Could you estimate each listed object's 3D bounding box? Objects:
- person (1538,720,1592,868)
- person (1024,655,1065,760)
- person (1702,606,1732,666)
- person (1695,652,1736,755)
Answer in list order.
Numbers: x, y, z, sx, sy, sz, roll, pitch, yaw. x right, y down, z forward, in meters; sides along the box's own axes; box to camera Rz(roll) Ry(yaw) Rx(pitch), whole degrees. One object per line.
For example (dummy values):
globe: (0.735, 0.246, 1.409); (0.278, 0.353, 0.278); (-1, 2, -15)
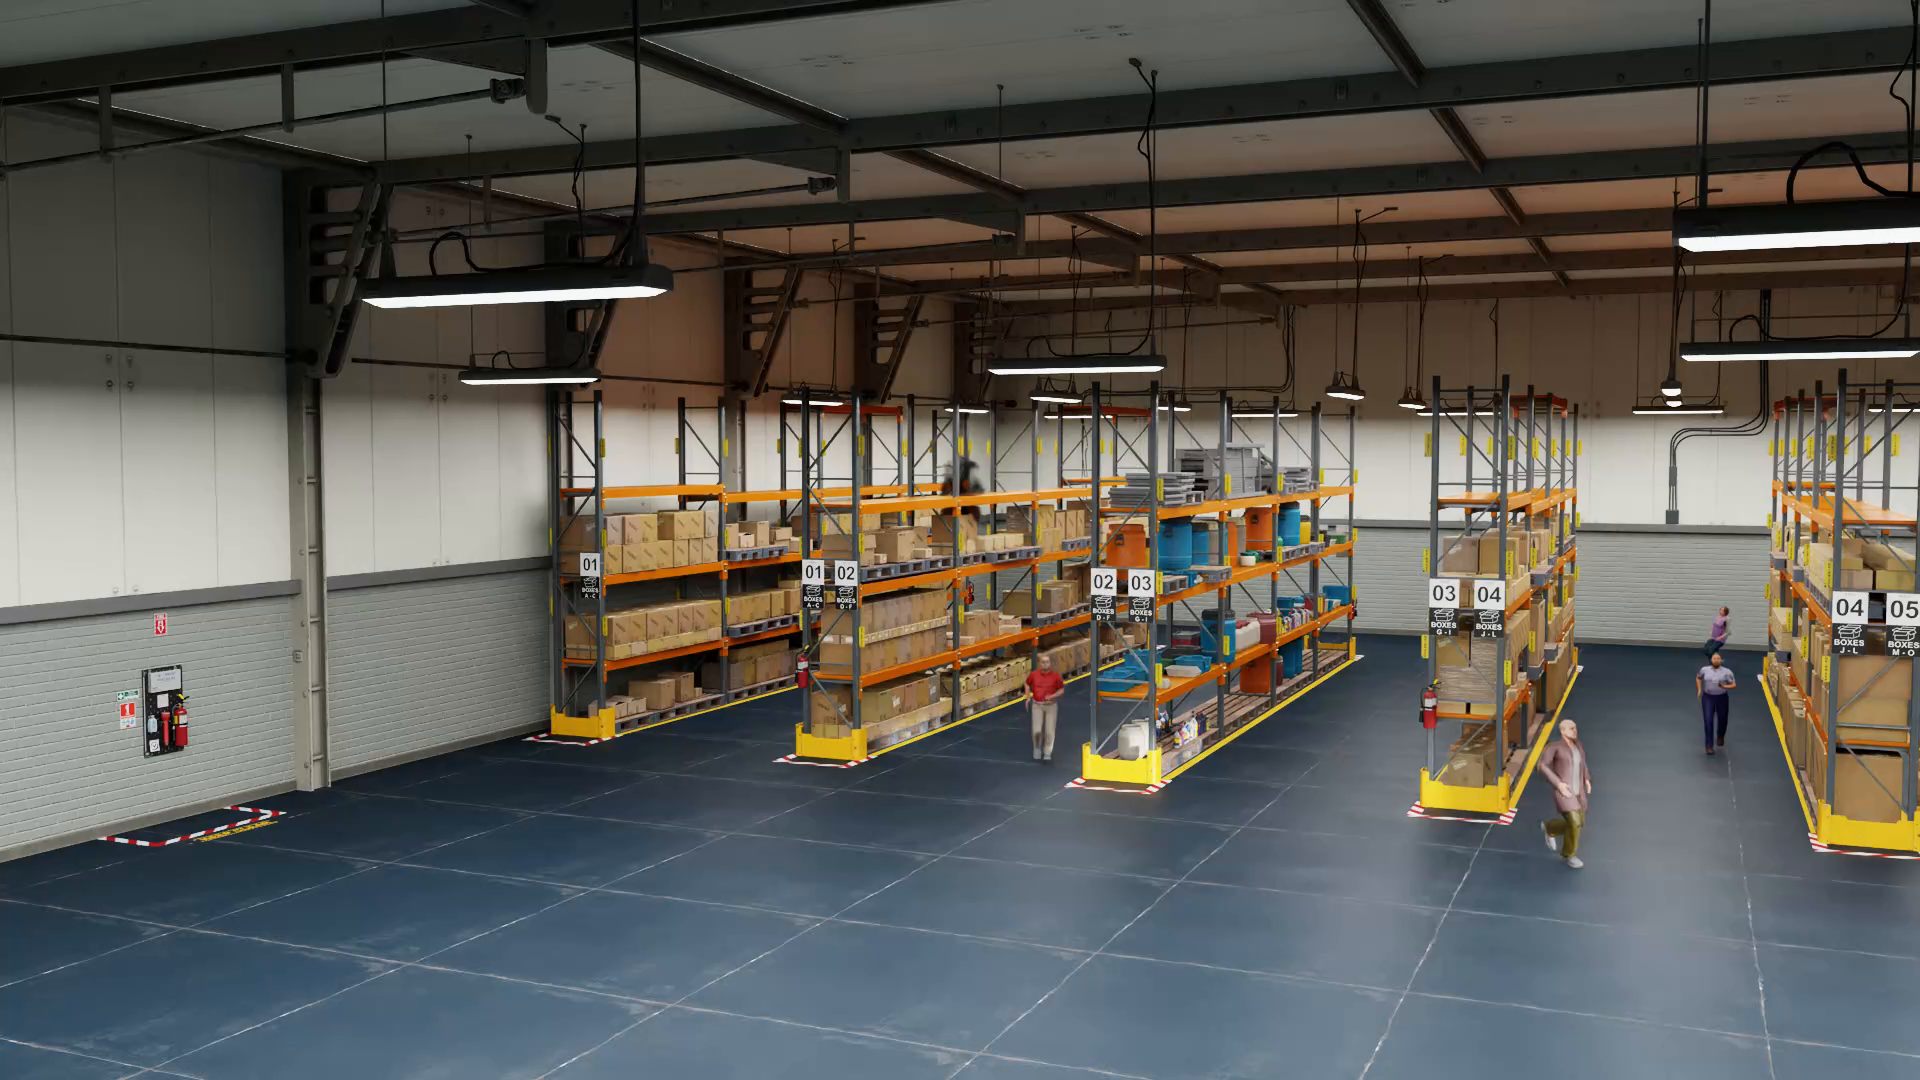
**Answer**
person: (7.287, 3.028, 20.115); (0.737, 1.742, 0.742); (-2, 4, -29)
person: (1.337, 2.683, 26.450); (0.647, 1.686, 0.633); (0, 3, 5)
person: (16.745, 2.208, 36.815); (0.458, 1.505, 0.613); (-1, 3, -9)
person: (12.410, 2.654, 27.318); (0.607, 1.631, 0.943); (1, 3, 23)
